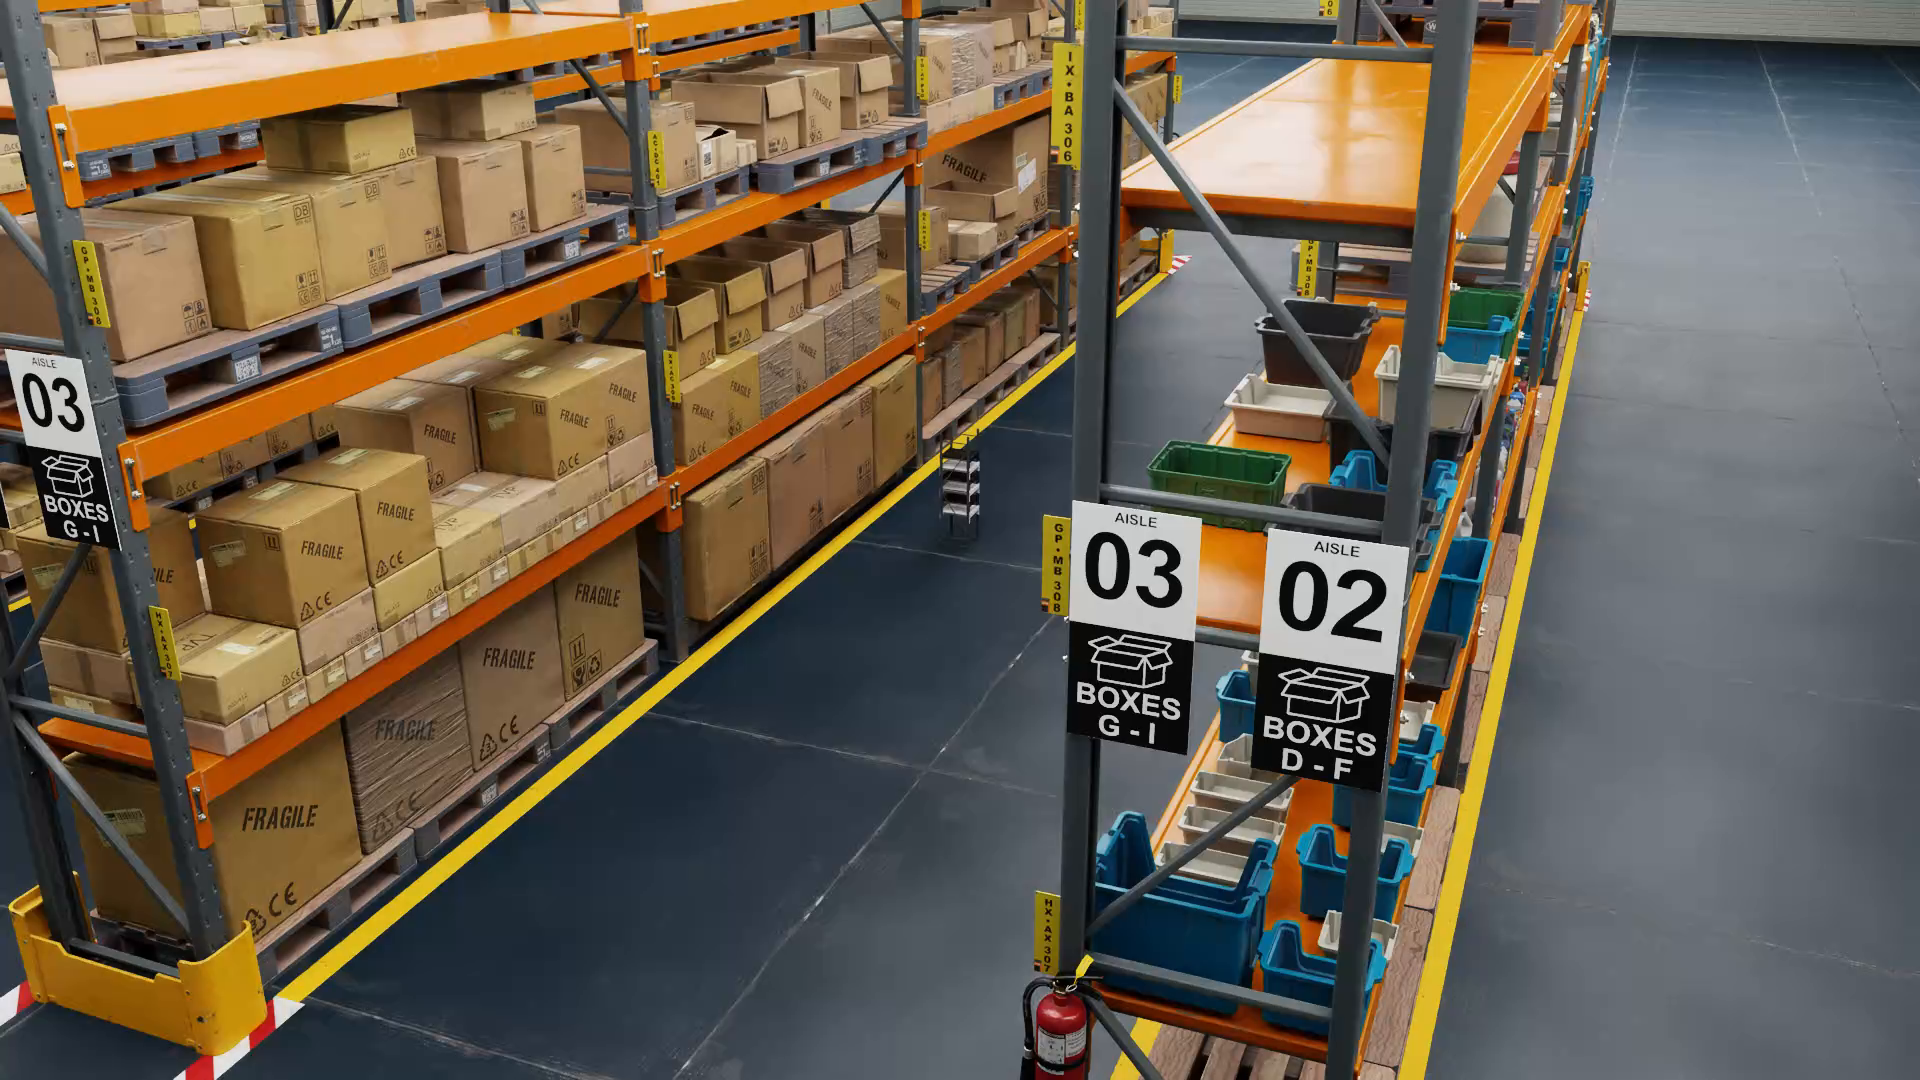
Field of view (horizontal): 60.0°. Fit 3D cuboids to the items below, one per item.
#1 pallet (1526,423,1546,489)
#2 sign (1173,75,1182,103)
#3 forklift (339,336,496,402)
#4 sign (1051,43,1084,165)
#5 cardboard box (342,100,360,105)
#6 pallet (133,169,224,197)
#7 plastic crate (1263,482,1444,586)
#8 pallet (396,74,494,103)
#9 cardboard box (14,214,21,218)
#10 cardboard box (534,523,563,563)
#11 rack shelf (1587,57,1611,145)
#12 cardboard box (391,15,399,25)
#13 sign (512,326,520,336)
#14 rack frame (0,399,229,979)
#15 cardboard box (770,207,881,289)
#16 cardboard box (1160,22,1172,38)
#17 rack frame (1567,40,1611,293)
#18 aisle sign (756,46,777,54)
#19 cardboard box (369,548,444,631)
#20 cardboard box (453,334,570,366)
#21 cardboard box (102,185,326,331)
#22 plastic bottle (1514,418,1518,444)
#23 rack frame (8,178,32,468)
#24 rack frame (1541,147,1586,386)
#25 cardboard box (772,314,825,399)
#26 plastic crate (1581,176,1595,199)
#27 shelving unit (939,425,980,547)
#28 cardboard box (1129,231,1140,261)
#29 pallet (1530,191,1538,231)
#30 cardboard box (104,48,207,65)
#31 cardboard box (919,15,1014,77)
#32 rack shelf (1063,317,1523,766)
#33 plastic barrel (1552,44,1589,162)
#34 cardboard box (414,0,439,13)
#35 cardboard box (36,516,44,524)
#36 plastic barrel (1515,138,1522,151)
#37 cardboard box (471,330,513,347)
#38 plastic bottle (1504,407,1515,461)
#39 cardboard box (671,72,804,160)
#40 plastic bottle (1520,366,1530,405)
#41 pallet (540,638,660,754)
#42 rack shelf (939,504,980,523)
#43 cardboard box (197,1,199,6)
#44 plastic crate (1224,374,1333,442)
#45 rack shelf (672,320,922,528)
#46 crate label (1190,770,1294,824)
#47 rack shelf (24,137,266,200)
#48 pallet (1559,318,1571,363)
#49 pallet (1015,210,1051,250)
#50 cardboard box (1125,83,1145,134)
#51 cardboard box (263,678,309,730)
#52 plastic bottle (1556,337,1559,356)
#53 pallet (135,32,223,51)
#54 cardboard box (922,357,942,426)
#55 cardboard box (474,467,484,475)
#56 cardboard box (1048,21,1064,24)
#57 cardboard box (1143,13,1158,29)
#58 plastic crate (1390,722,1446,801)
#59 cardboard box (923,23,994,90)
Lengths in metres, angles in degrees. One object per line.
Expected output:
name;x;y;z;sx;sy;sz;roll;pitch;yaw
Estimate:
pallet;4.569;-0.793;14.597;1.003;0.211;1.213;9;24;20
sign;2.671;-5.538;20.428;0.100;0.325;0.005;9;24;20
forklift;-3.695;-1.243;12.147;1.130;2.935;3.031;7;24;17
sign;0.302;-1.202;4.595;0.100;0.325;0.005;9;24;20
cardboard box;-5.526;-3.837;14.246;0.500;0.500;0.500;9;24;20
pallet;-9.312;-4.127;19.209;1.003;0.211;1.213;9;24;20
plastic crate;1.220;0.068;5.195;0.497;0.269;0.590;9;24;20
pallet;-5.186;-4.363;15.880;1.213;0.211;1.003;10;25;22
cardboard box;-9.956;-3.214;16.969;0.500;0.250;0.500;8;24;18
cardboard box;-2.485;-0.010;9.432;0.380;0.149;0.250;9;24;21
rack shelf;6.019;-4.572;17.069;1.077;0.370;4.000;9;24;20
cardboard box;-7.605;-6.830;21.865;0.380;0.149;0.250;9;24;20
sign;-2.802;-1.223;10.608;0.100;0.325;0.005;9;24;20
rack frame;-3.780;0.781;7.212;1.000;3.000;0.127;9;24;20
cardboard box;-1.095;-2.332;13.232;0.797;0.503;0.637;10;25;22
cardboard box;2.220;-6.051;19.870;0.500;0.250;0.500;9;24;21
rack frame;6.762;-4.236;19.222;1.000;3.000;0.127;9;24;20
aisle sign;-2.656;-6.959;22.368;0.394;0.787;0.004;9;24;20
cardboard box;-2.974;0.213;8.379;0.500;0.250;0.500;8;24;18
cardboard box;-2.709;-0.930;10.143;0.500;0.500;0.500;9;24;20
cardboard box;-3.316;-1.267;7.419;0.700;0.500;0.500;8;24;18
plastic bottle;3.674;-0.745;11.123;0.097;0.201;0.097;0;23;0
rack frame;-6.862;-1.397;12.425;1.000;3.000;0.127;9;24;20
rack frame;5.276;-2.804;15.795;1.000;3.000;0.127;9;24;20
cardboard box;-1.332;-1.370;12.232;0.500;0.500;0.500;9;24;21
plastic crate;6.854;-3.945;18.719;0.499;0.251;0.616;9;24;20
shelving unit;-0.003;-0.412;12.792;0.258;0.900;0.210;9;24;20
cardboard box;1.916;-3.764;20.791;0.500;0.500;0.500;14;26;30
pallet;2.923;-1.939;10.077;1.003;0.211;1.213;9;24;20
cardboard box;-6.166;-3.557;13.025;0.797;0.503;0.637;8;24;19
cardboard box;0.062;-4.648;15.637;0.797;0.503;0.637;10;25;22
rack shelf;1.562;-0.278;6.788;1.077;0.370;4.000;9;24;20
plastic barrel;4.297;-3.251;12.322;0.600;0.901;0.600;0;23;0
cardboard box;-7.354;-7.228;22.302;0.500;0.250;0.500;9;24;22
cardboard box;-6.772;-0.156;12.222;0.380;0.149;0.250;8;24;18
plastic barrel;3.272;-2.358;10.112;0.433;0.535;0.433;0;23;0
cardboard box;-5.066;-2.189;16.696;1.050;0.750;0.750;8;24;19
plastic bottle;3.514;-0.684;10.783;0.144;0.351;0.185;9;24;20
cardboard box;-1.547;-2.974;11.629;0.797;0.503;0.637;8;24;19
plastic bottle;4.036;-1.113;11.898;0.061;0.283;0.133;9;24;20
pallet;-2.649;0.897;10.551;1.003;0.211;1.213;9;24;20
rack shelf;-0.003;-0.215;12.874;0.258;0.077;0.200;9;24;20
cardboard box;-9.113;-6.289;19.896;0.500;0.250;0.500;8;24;19
plastic crate;1.356;-0.548;6.842;0.437;0.136;0.530;9;24;20
rack shelf;-1.551;-1.034;12.491;1.077;0.370;4.000;9;24;20
crate label;1.155;1.061;6.804;0.396;0.136;0.243;9;24;20
rack shelf;-6.119;-3.165;13.699;1.077;0.370;4.000;9;24;20
pallet;6.016;-2.190;17.942;1.003;0.211;1.213;9;24;20
pallet;0.259;-3.172;16.924;1.003;0.211;1.213;9;24;20
cardboard box;1.820;-4.999;19.236;0.500;0.500;0.500;9;24;20
cardboard box;-3.248;0.725;7.671;0.380;0.149;0.250;8;24;19
plastic bottle;5.961;-2.015;16.770;0.144;0.351;0.185;9;24;21
pallet;-9.234;-5.653;18.965;1.213;0.211;1.003;9;24;20
cardboard box;-0.578;-1.374;15.043;0.700;0.500;0.500;7;24;17
cardboard box;-2.901;-0.411;9.873;0.500;0.250;0.500;9;24;20
cardboard box;1.015;-5.642;18.375;0.380;0.149;0.250;10;25;23
cardboard box;2.073;-6.017;19.270;0.380;0.149;0.250;9;24;20
plastic crate;1.817;0.920;7.019;0.416;0.233;0.300;9;24;20
cardboard box;-0.023;-4.236;14.553;0.500;0.500;0.500;8;24;19
